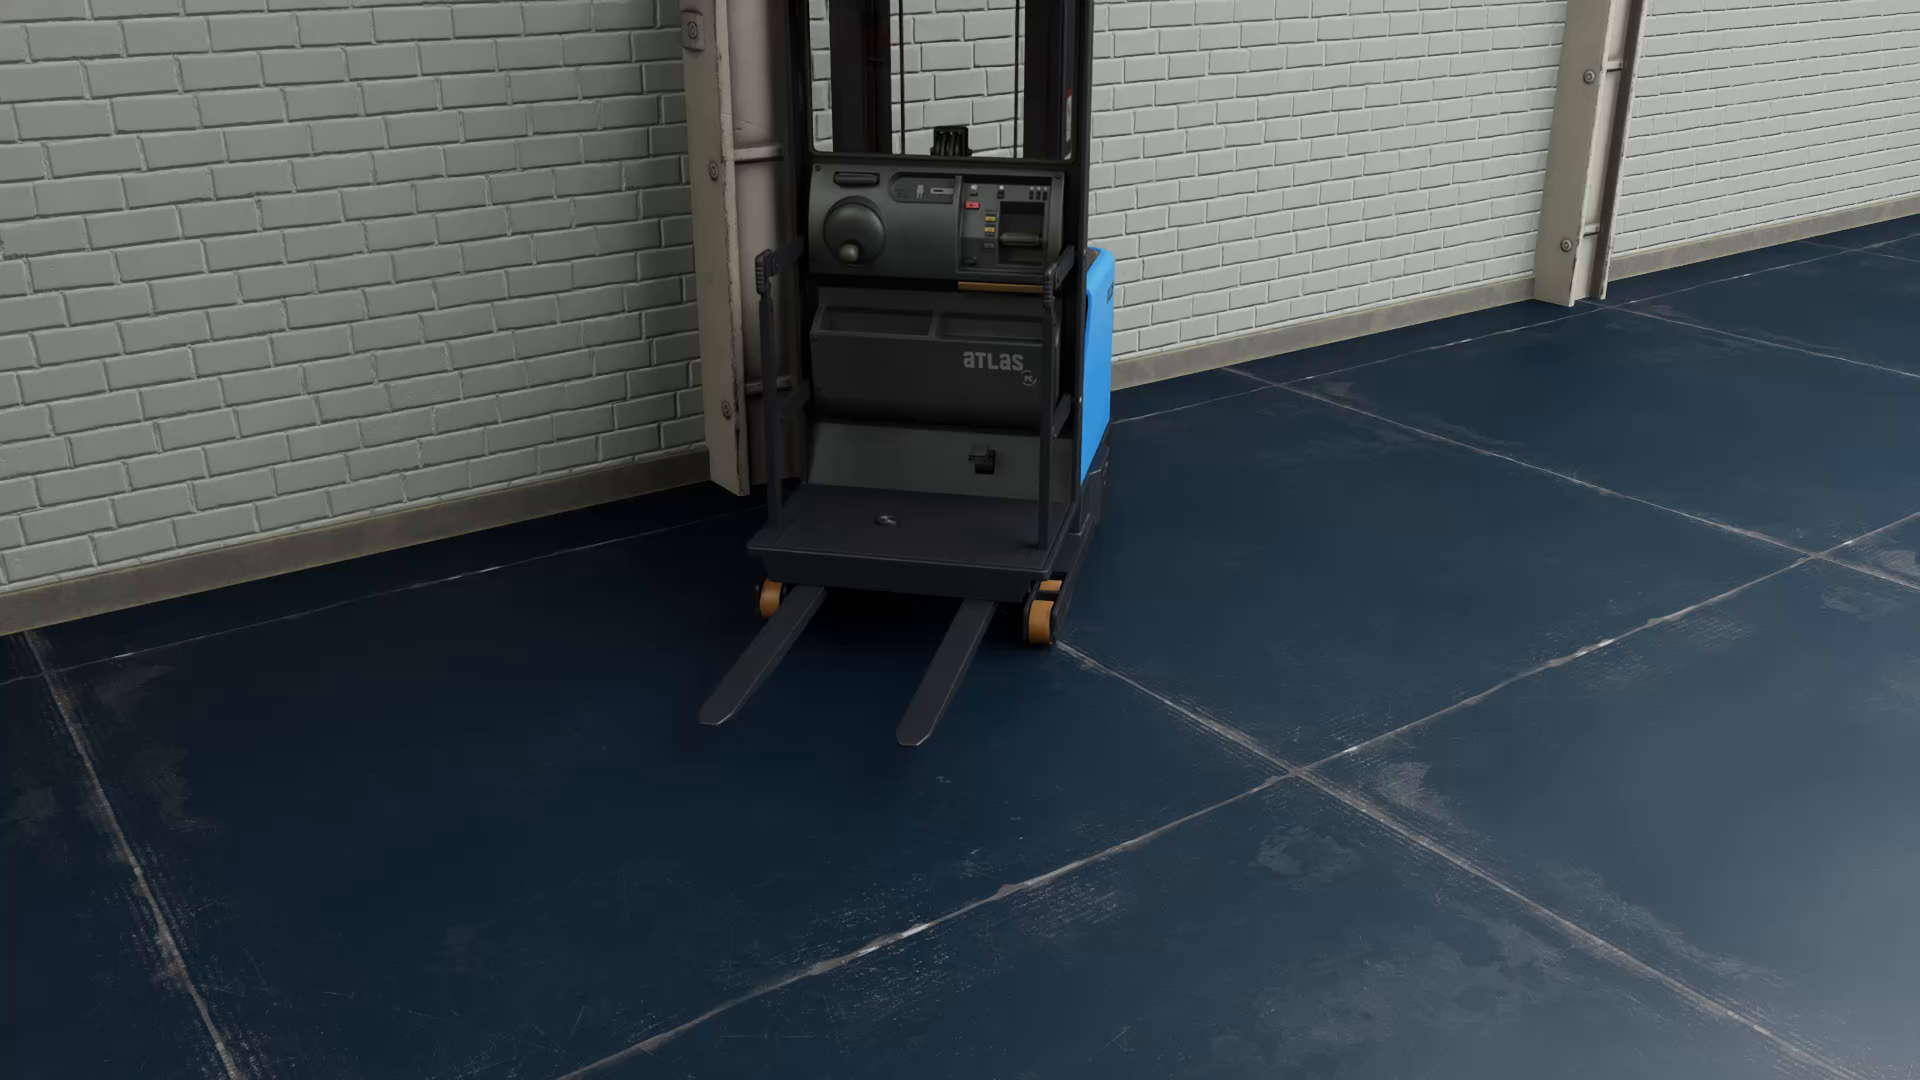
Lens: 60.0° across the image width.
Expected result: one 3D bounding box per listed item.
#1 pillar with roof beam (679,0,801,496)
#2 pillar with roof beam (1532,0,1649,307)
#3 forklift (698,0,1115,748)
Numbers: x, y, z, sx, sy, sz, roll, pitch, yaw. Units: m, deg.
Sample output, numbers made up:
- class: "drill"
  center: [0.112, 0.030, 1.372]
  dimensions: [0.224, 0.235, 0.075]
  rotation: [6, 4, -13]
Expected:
- class: "pillar with roof beam"
  center: [1.608, -3.167, 2.691]
  dimensions: [0.400, 9.000, 9.100]
  rotation: [-15, 26, -33]
- class: "pillar with roof beam"
  center: [6.478, -4.466, 5.946]
  dimensions: [0.400, 9.000, 9.100]
  rotation: [-15, 26, -33]
- class: "forklift"
  center: [-0.132, -1.134, 5.783]
  dimensions: [1.130, 2.935, 3.031]
  rotation: [5, 22, 11]
